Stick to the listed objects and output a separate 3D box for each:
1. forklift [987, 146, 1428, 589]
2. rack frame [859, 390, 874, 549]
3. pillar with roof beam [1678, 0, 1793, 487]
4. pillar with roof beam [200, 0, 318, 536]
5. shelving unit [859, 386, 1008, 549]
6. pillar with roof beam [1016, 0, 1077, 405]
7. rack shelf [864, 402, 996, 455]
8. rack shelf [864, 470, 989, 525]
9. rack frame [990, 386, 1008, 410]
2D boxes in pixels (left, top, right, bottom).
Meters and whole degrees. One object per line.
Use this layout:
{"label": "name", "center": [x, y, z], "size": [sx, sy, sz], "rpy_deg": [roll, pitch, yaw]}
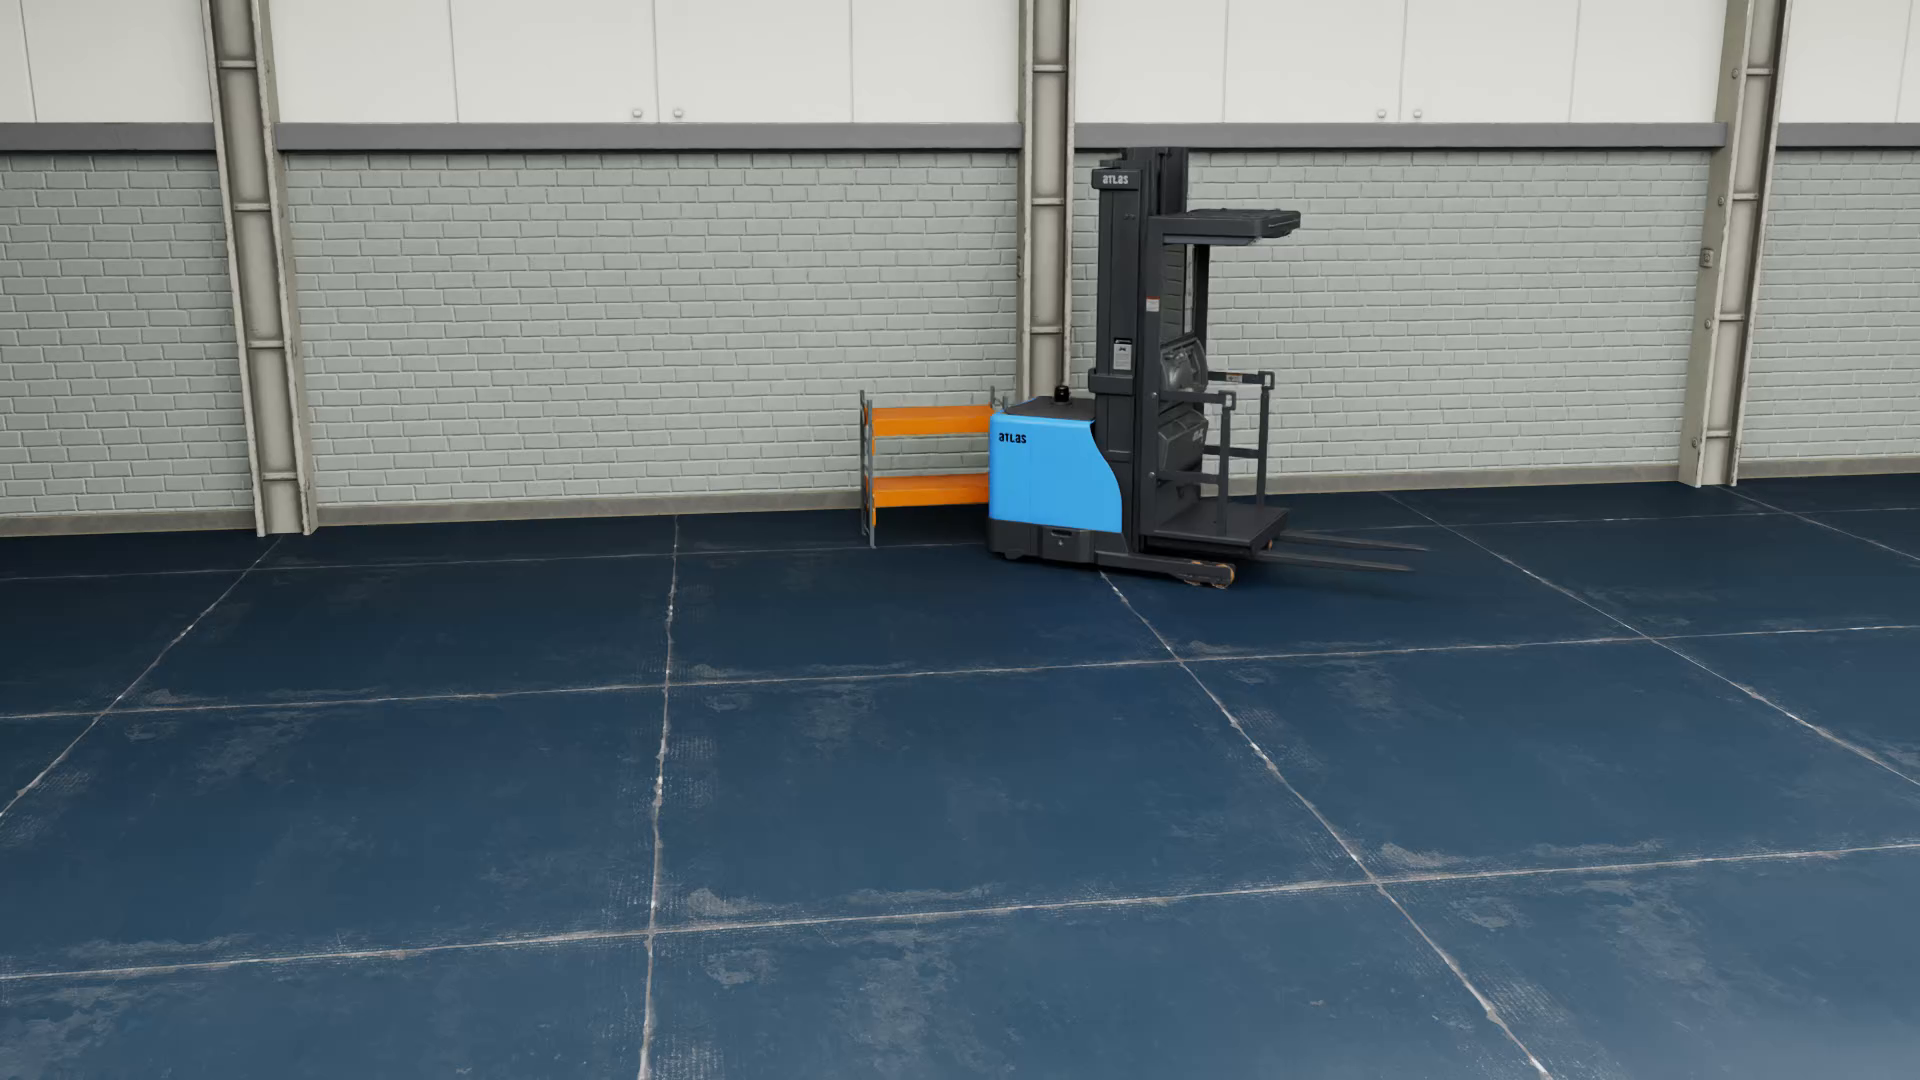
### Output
{"label": "forklift", "center": [1.754, -1.235, 11.622], "size": [3.031, 2.935, 1.130], "rpy_deg": [7, 16, 24]}
{"label": "rack frame", "center": [-0.705, -0.541, 12.566], "size": [0.032, 1.125, 0.500], "rpy_deg": [-3, 14, -10]}
{"label": "pillar with roof beam", "center": [7.254, -3.836, 9.517], "size": [0.400, 9.000, 9.100], "rpy_deg": [-2, 14, -8]}
{"label": "pillar with roof beam", "center": [-4.612, -3.401, 7.783], "size": [0.400, 9.000, 9.100], "rpy_deg": [-2, 14, -8]}
{"label": "shelving unit", "center": [-0.205, -0.564, 12.659], "size": [1.048, 1.125, 0.538], "rpy_deg": [-3, 14, -10]}
{"label": "pillar with roof beam", "center": [1.321, -3.618, 8.650], "size": [0.400, 9.000, 9.100], "rpy_deg": [-2, 14, -8]}
{"label": "rack shelf", "center": [-0.205, -0.848, 12.588], "size": [1.000, 0.278, 0.538], "rpy_deg": [-3, 14, -10]}
{"label": "rack shelf", "center": [-0.205, -0.327, 12.718], "size": [1.000, 0.278, 0.538], "rpy_deg": [-3, 14, -10]}
{"label": "rack frame", "center": [0.294, -0.587, 12.751], "size": [0.032, 1.125, 0.500], "rpy_deg": [-3, 14, -10]}
